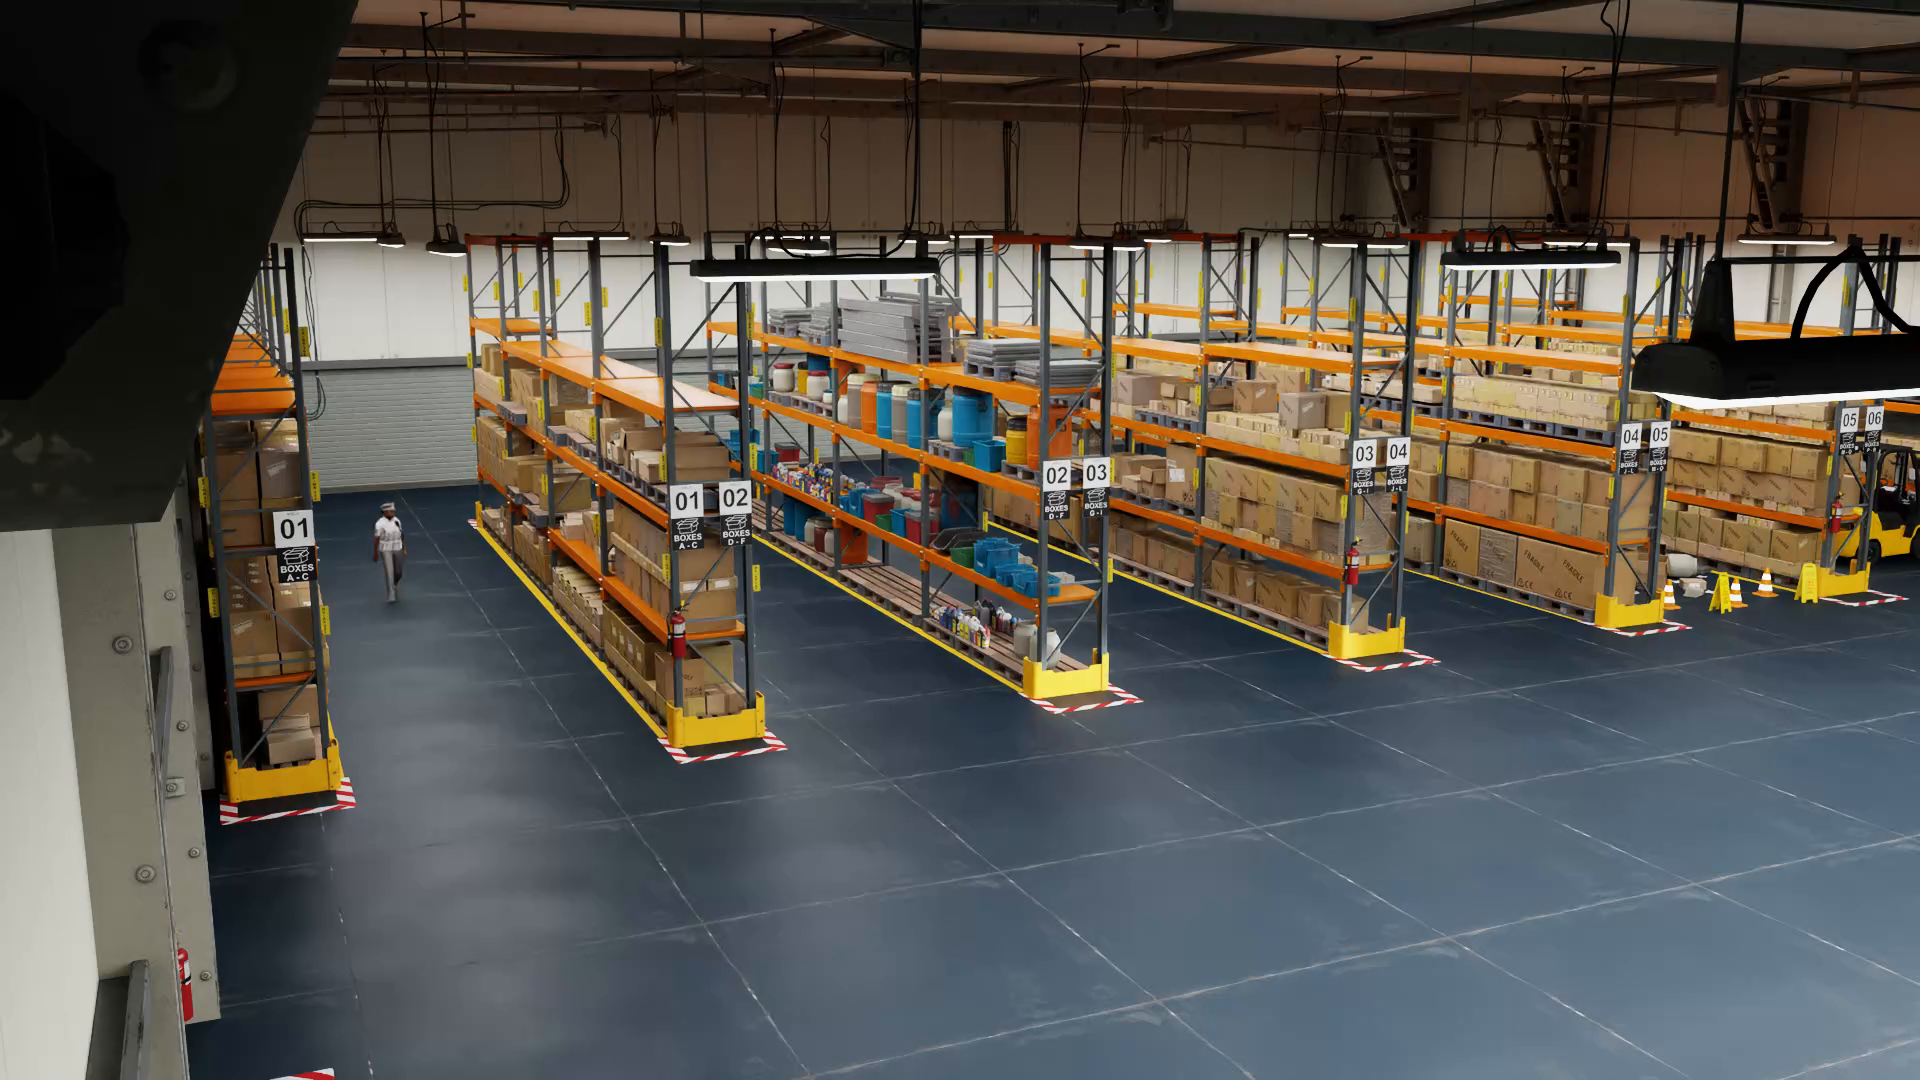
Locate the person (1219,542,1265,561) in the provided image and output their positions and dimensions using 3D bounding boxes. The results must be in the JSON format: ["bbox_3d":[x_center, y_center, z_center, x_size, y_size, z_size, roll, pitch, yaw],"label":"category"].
[{"bbox_3d":[5.309,-0.490,31.131,0.758,1.721,1.028,-7,13,-32],"label":"person"}]

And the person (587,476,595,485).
[{"bbox_3d":[-8.548,-2.144,39.501,0.726,1.751,0.587,-4,12,-18],"label":"person"}]

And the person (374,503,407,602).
[{"bbox_3d":[-9.587,0.167,27.944,0.529,1.630,0.931,-6,13,-30],"label":"person"}]
